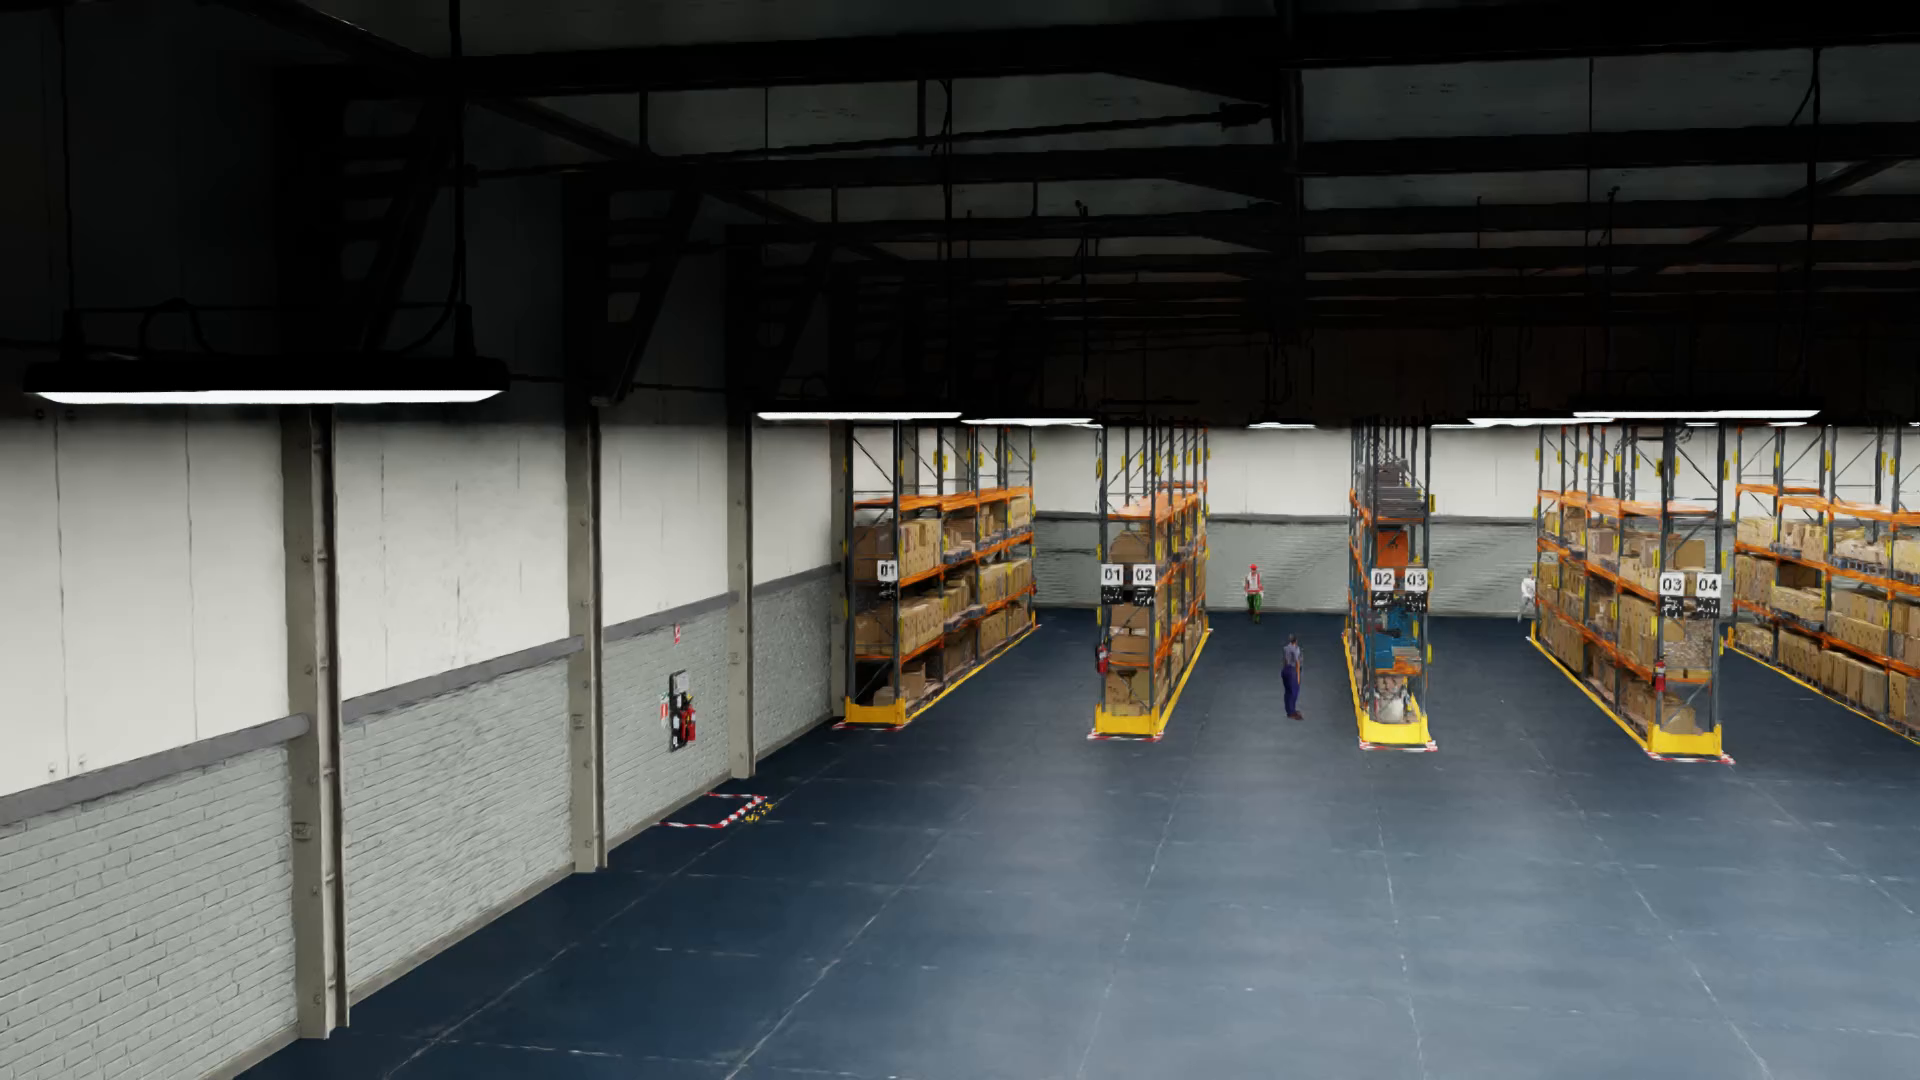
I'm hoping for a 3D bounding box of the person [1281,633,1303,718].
[{"bbox_3d":[6.643,2.685,33.105,0.429,1.656,0.533,-1,4,-19],"label":"person"}]

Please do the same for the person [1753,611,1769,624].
[{"bbox_3d":[23.035,1.718,47.796,0.547,1.665,0.509,-3,5,-40],"label":"person"}]

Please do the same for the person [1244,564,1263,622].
[{"bbox_3d":[8.720,1.567,49.404,0.553,1.706,1.123,1,4,14],"label":"person"}]

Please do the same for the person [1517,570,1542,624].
[{"bbox_3d":[16.741,1.657,48.872,0.634,1.610,0.800,0,4,-6],"label":"person"}]
